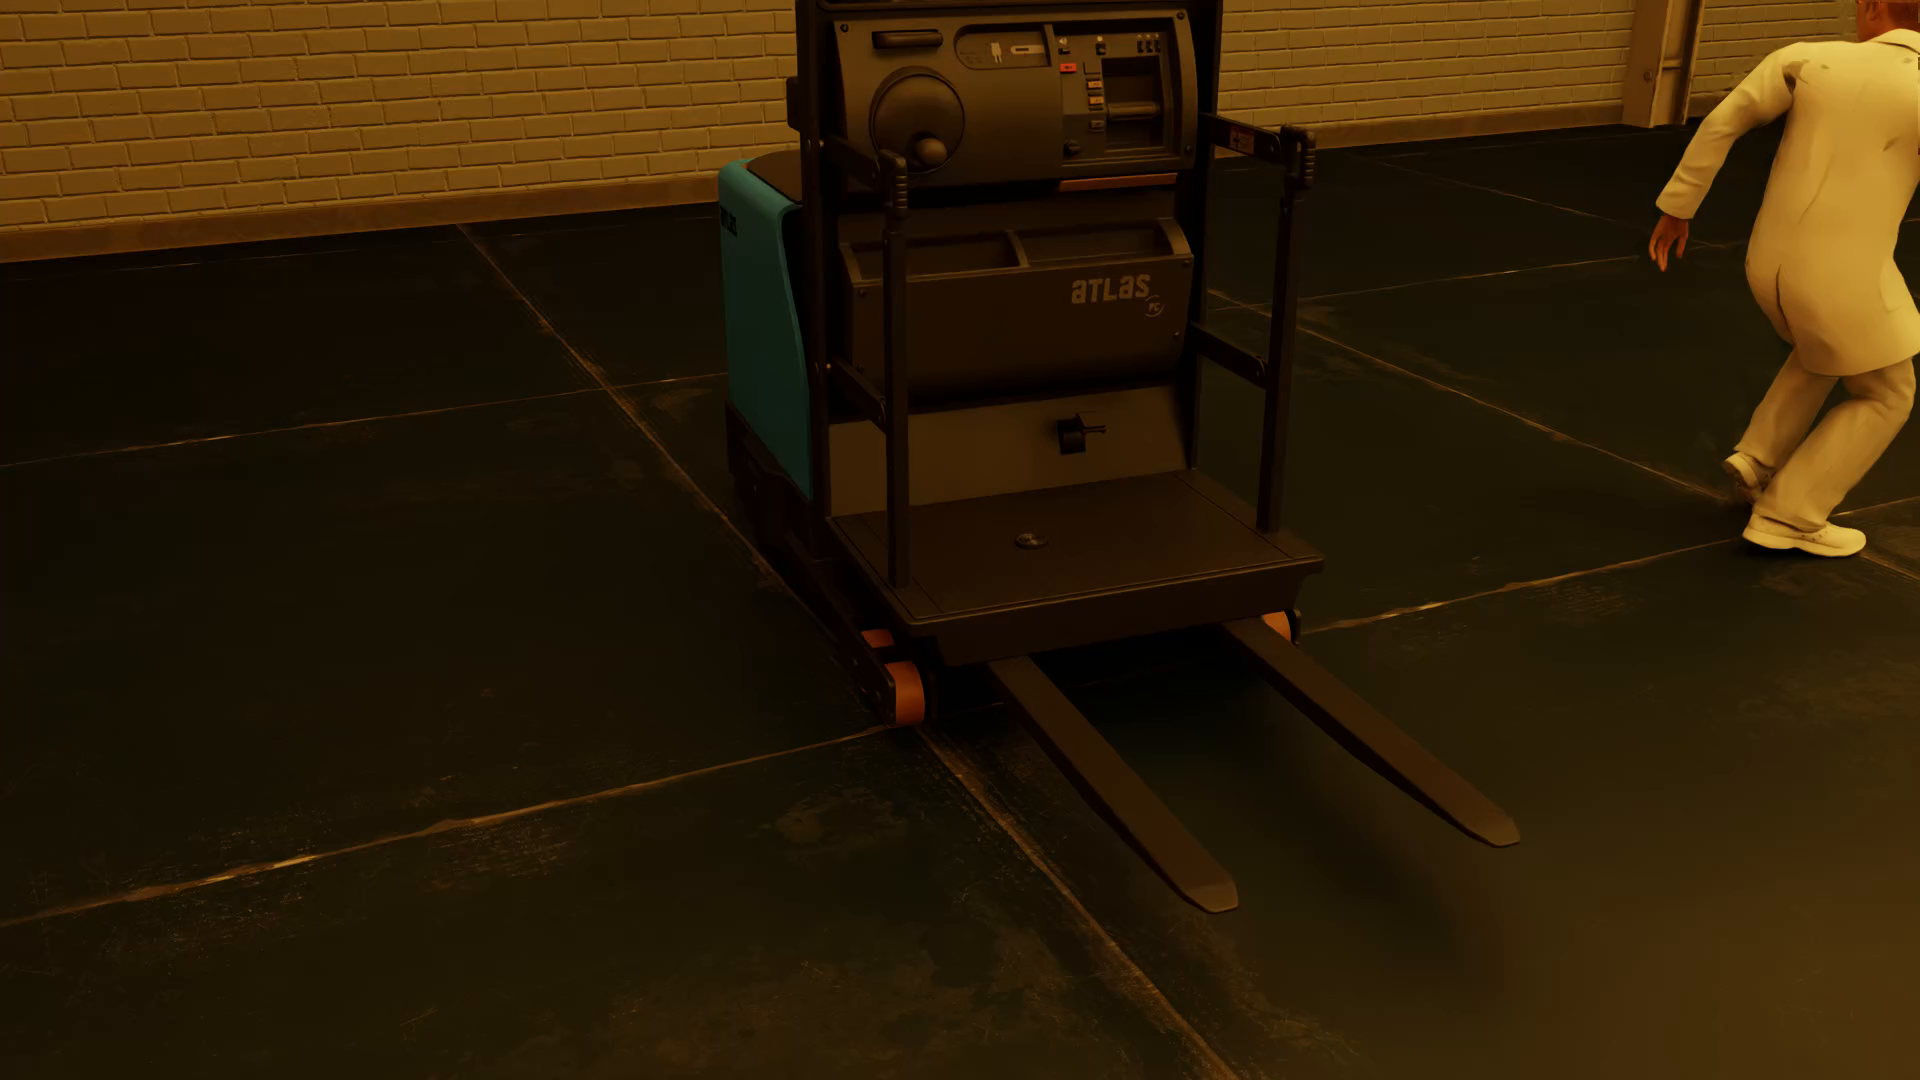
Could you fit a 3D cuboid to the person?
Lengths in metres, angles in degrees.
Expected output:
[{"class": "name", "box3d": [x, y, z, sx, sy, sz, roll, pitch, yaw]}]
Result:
[{"class": "person", "box3d": [2.532, -0.783, 4.822, 0.757, 1.730, 0.773, -10, 25, -23]}]

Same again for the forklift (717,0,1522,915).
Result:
[{"class": "forklift", "box3d": [0.227, -1.077, 3.879, 1.130, 2.935, 3.031, -8, 24, -19]}]
